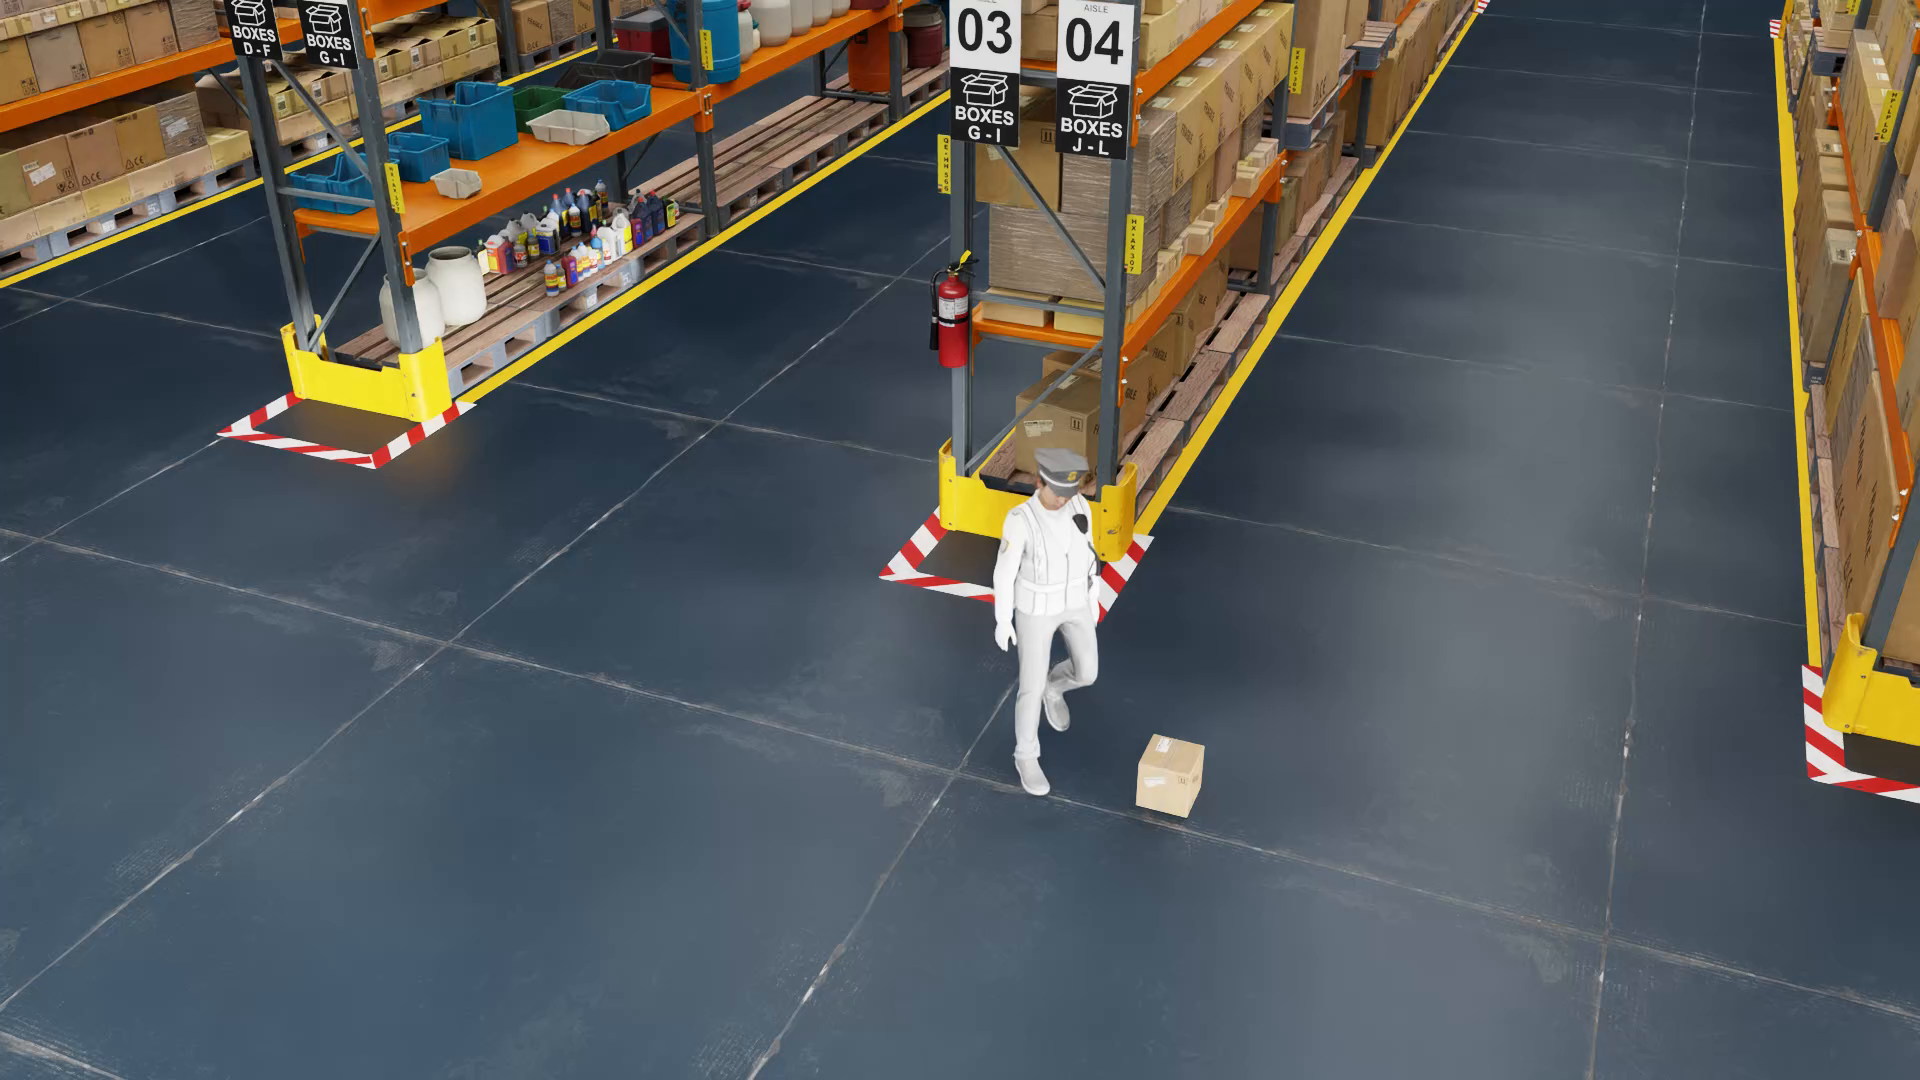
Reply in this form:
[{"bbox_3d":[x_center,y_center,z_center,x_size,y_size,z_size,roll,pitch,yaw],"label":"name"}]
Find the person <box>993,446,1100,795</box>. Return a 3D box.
[{"bbox_3d":[0.419,0.327,7.793,0.546,1.663,0.587,-15,33,-24],"label":"person"}]
